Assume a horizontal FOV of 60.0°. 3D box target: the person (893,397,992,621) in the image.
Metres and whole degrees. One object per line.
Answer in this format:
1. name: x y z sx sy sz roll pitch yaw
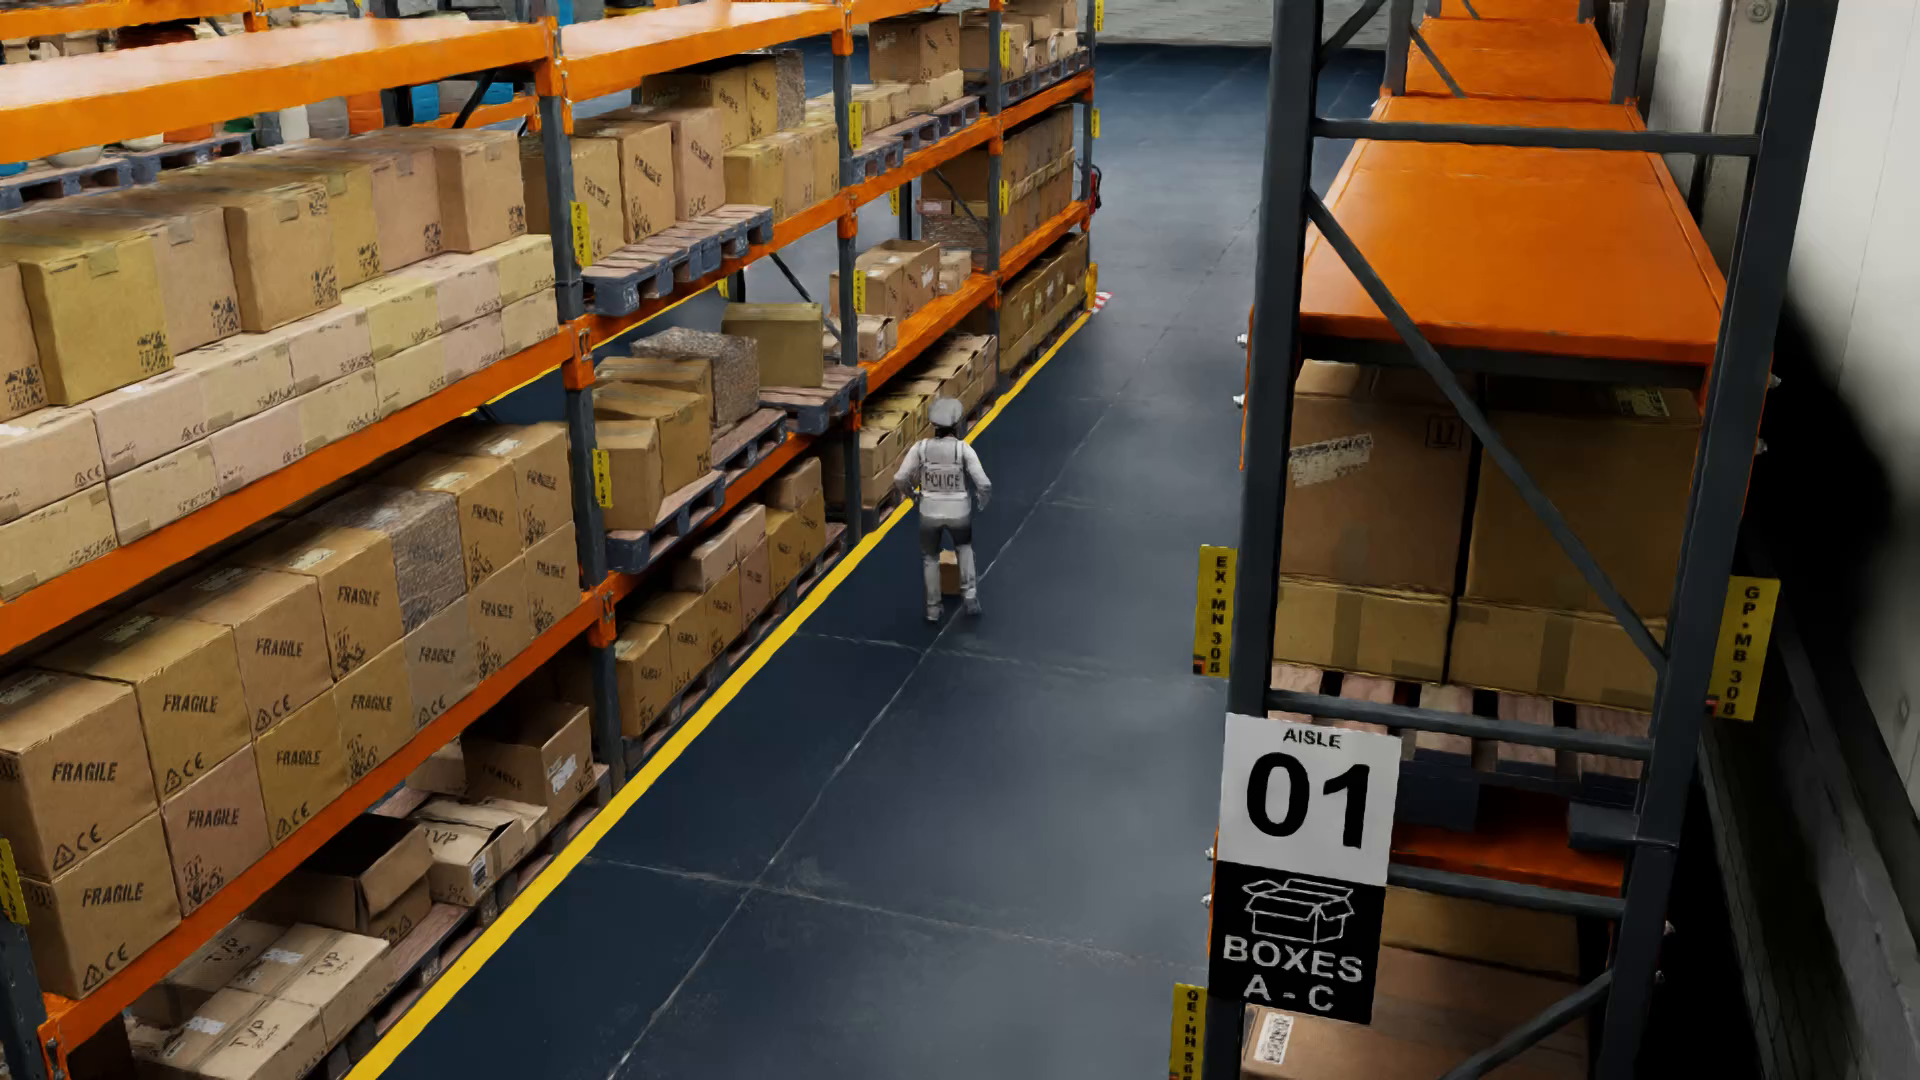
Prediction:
1. person: -0.121 -0.215 11.608 0.671 1.657 0.467 0 22 -1
